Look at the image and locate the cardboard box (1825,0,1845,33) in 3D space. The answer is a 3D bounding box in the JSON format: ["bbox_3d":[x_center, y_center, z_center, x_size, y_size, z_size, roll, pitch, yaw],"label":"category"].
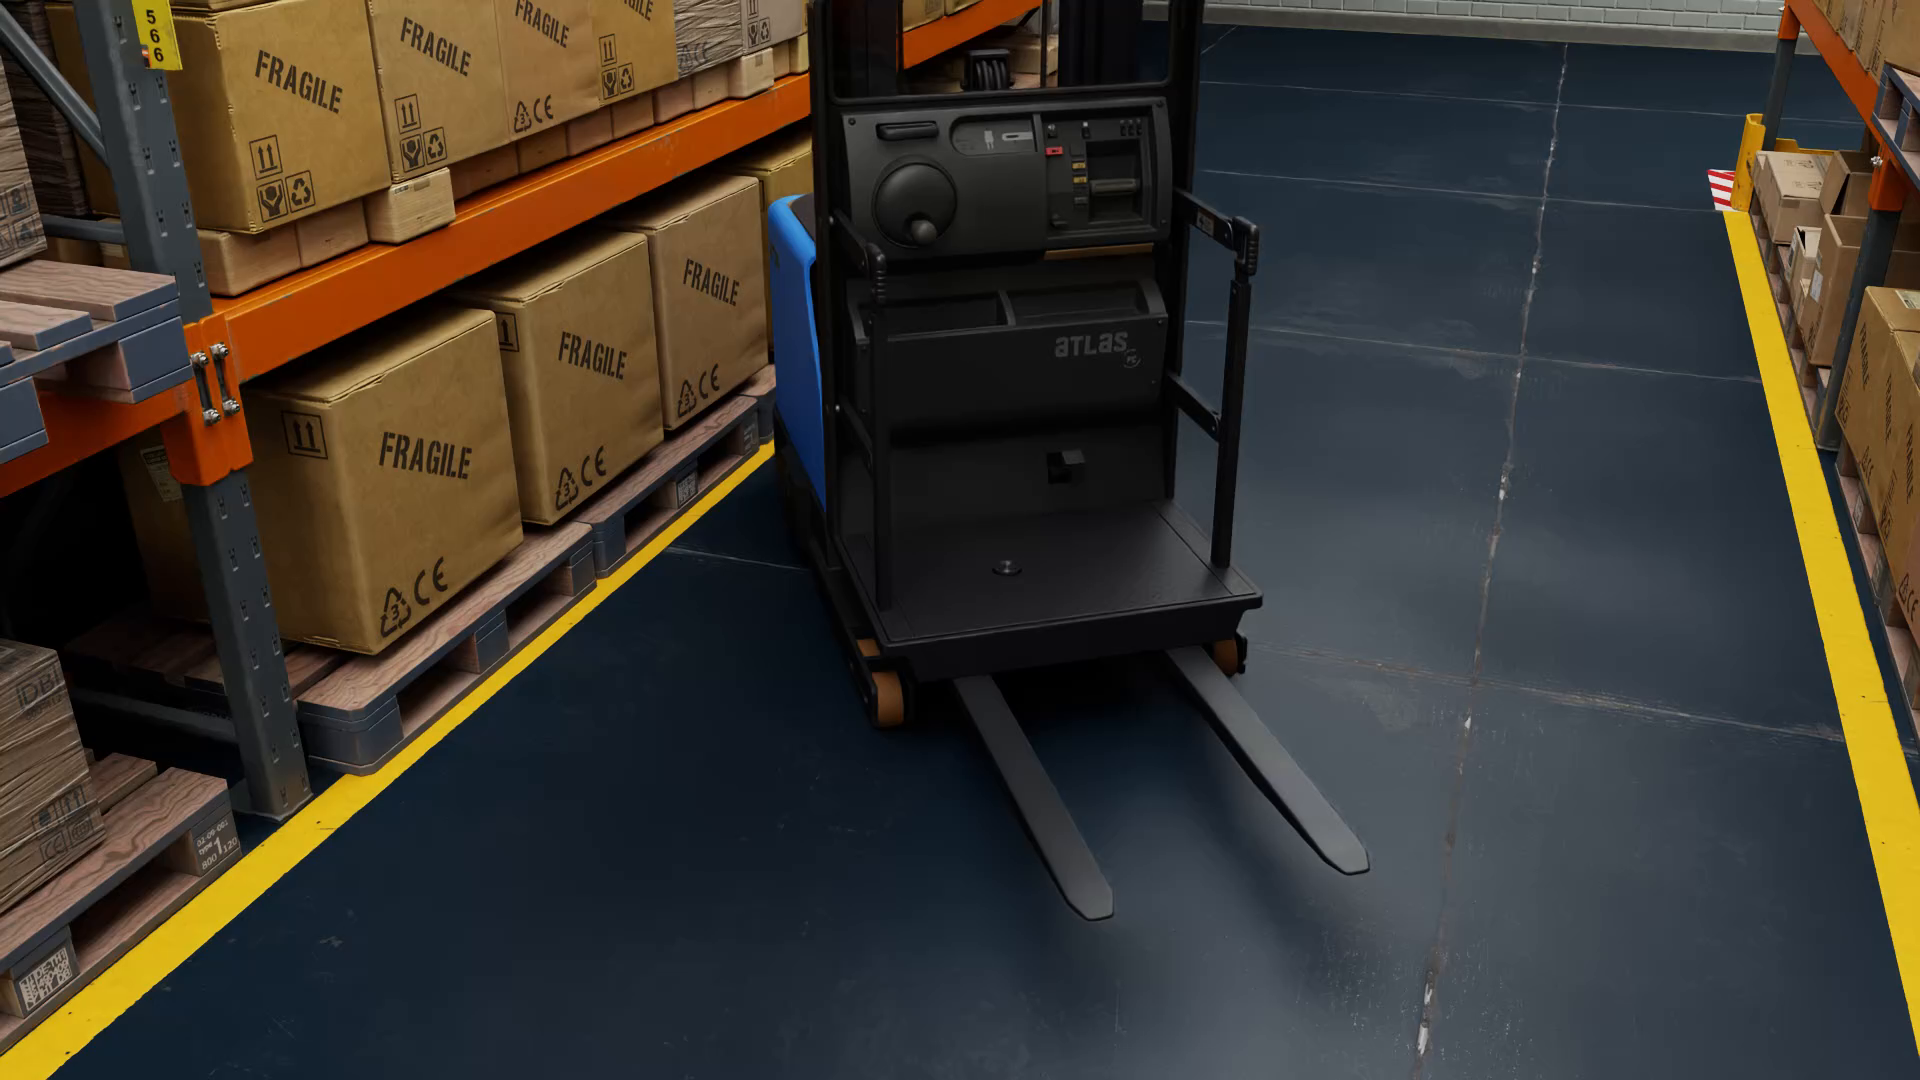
[{"bbox_3d":[4.252,-2.568,7.497,0.500,0.500,0.500,9,27,18],"label":"cardboard box"}]

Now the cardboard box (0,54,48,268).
[{"bbox_3d":[-2.329,-0.769,3.276,0.700,0.500,0.500,6,26,11],"label":"cardboard box"}]

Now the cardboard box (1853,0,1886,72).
[{"bbox_3d":[3.916,-2.147,6.627,0.500,0.500,0.500,10,27,19],"label":"cardboard box"}]

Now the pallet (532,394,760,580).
[{"bbox_3d":[-1.441,-0.278,6.082,1.003,0.211,1.213,9,27,17],"label":"pallet"}]

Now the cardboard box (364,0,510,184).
[{"bbox_3d":[-1.596,-1.284,4.482,0.500,0.500,0.500,10,27,19],"label":"cardboard box"}]

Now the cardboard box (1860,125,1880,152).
[{"bbox_3d":[5.204,-2.105,9.019,0.500,0.500,0.500,9,27,17],"label":"cardboard box"}]

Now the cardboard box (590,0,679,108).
[{"bbox_3d":[-1.264,-1.703,5.347,0.500,0.500,0.500,10,27,19],"label":"cardboard box"}]

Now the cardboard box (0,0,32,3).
[{"bbox_3d":[-2.276,-1.470,4.004,0.500,0.250,0.500,10,27,19],"label":"cardboard box"}]

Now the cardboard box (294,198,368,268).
[{"bbox_3d":[-1.762,-0.820,4.267,0.380,0.149,0.250,9,27,18],"label":"cardboard box"}]

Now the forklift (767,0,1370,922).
[{"bbox_3d":[0.199,-0.980,4.411,1.130,2.935,3.031,-7,27,-14],"label":"forklift"}]

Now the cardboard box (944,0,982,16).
[{"bbox_3d":[-0.407,-3.019,8.199,0.980,0.700,0.700,8,27,16],"label":"cardboard box"}]

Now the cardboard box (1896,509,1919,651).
[{"bbox_3d":[2.922,0.076,4.514,0.500,0.500,0.500,8,27,15],"label":"cardboard box"}]

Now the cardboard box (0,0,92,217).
[{"bbox_3d":[-2.274,-1.140,4.184,0.500,0.500,0.500,9,27,18],"label":"cardboard box"}]

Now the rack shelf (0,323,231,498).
[{"bbox_3d":[-2.848,0.425,2.255,1.077,0.370,4.000,9,27,17],"label":"rack shelf"}]

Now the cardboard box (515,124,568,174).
[{"bbox_3d":[-1.452,-1.251,5.156,0.380,0.149,0.250,9,27,18],"label":"cardboard box"}]

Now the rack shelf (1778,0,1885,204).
[{"bbox_3d":[4.487,-2.145,7.564,1.077,0.370,4.000,9,27,17],"label":"rack shelf"}]

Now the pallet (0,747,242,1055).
[{"bbox_3d":[-2.444,0.856,3.740,1.003,0.211,1.213,9,27,17],"label":"pallet"}]

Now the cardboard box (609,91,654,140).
[{"bbox_3d":[-1.260,-1.457,5.582,0.380,0.149,0.250,10,27,19],"label":"cardboard box"}]

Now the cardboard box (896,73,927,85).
[{"bbox_3d":[-0.396,-2.410,8.929,0.380,0.149,0.250,9,27,18],"label":"cardboard box"}]

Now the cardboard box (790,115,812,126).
[{"bbox_3d":[-0.741,-1.982,8.043,0.380,0.149,0.250,9,27,17],"label":"cardboard box"}]

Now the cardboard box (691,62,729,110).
[{"bbox_3d":[-1.063,-1.665,6.012,0.380,0.149,0.250,9,27,17],"label":"cardboard box"}]

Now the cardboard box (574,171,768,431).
[{"bbox_3d":[-1.238,-0.934,6.222,0.750,0.750,0.750,10,27,19],"label":"cardboard box"}]

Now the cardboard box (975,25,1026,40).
[{"bbox_3d":[0.194,-3.142,10.439,0.380,0.149,0.250,9,27,18],"label":"cardboard box"}]

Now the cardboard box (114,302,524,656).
[{"bbox_3d":[-1.814,-0.225,4.757,0.750,0.750,0.750,8,27,17],"label":"cardboard box"}]

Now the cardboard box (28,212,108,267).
[{"bbox_3d":[-2.315,-0.787,4.199,0.380,0.149,0.250,9,27,18],"label":"cardboard box"}]

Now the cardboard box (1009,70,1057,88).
[{"bbox_3d":[0.175,-2.564,9.990,0.700,0.500,0.500,9,27,17],"label":"cardboard box"}]

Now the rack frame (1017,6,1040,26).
[{"bbox_3d":[0.480,-4.008,10.586,1.000,3.000,0.127,9,27,17],"label":"rack frame"}]

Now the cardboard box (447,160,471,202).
[{"bbox_3d":[-1.626,-1.038,4.718,0.380,0.149,0.250,8,27,17],"label":"cardboard box"}]

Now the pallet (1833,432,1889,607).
[{"bbox_3d":[3.587,-0.052,5.616,1.003,0.211,1.213,9,27,17],"label":"pallet"}]

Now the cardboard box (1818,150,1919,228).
[{"bbox_3d":[4.442,-1.494,7.754,0.797,0.503,0.637,9,27,17],"label":"cardboard box"}]

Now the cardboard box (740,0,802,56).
[{"bbox_3d":[-0.927,-2.115,6.196,0.500,0.500,0.500,9,27,18],"label":"cardboard box"}]

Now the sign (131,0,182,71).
[{"bbox_3d":[-1.667,-1.131,3.406,0.100,0.325,0.005,9,27,17],"label":"sign"}]

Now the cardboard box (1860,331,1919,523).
[{"bbox_3d":[3.264,-0.336,5.365,0.500,0.500,0.500,9,27,18],"label":"cardboard box"}]

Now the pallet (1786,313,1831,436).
[{"bbox_3d":[4.051,-0.674,6.900,1.003,0.211,1.213,9,27,17],"label":"pallet"}]

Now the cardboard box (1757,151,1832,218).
[{"bbox_3d":[4.538,-1.864,8.807,0.500,0.250,0.500,9,27,17],"label":"cardboard box"}]

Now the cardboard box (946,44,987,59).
[{"bbox_3d":[-0.057,-2.831,9.797,0.380,0.149,0.250,9,27,18],"label":"cardboard box"}]

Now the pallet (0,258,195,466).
[{"bbox_3d":[-2.319,-0.326,3.201,1.213,0.211,1.003,9,27,17],"label":"pallet"}]

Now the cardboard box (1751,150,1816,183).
[{"bbox_3d":[4.689,-2.084,9.378,0.380,0.149,0.250,9,27,17],"label":"cardboard box"}]

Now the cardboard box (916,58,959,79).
[{"bbox_3d":[-0.226,-2.621,9.363,0.380,0.149,0.250,9,27,18],"label":"cardboard box"}]

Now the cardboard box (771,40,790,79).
[{"bbox_3d":[-0.887,-1.873,6.442,0.380,0.149,0.250,10,27,19],"label":"cardboard box"}]

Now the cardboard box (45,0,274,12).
[{"bbox_3d":[-1.778,-1.407,3.874,0.500,0.250,0.500,9,27,19],"label":"cardboard box"}]

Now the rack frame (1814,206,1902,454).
[{"bbox_3d":[3.822,-1.647,5.710,1.000,3.000,0.127,9,27,17],"label":"rack frame"}]

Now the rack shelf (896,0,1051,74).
[{"bbox_3d":[-0.185,-2.862,9.045,1.077,0.370,4.000,9,27,17],"label":"rack shelf"}]

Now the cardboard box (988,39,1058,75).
[{"bbox_3d":[0.386,-2.877,9.893,0.380,0.149,0.250,9,27,19],"label":"cardboard box"}]

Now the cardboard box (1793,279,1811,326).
[{"bbox_3d":[3.812,-1.000,7.140,0.380,0.149,0.250,9,27,17],"label":"cardboard box"}]

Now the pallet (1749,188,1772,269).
[{"bbox_3d":[4.863,-1.677,8.971,1.003,0.211,1.213,9,27,17],"label":"pallet"}]
